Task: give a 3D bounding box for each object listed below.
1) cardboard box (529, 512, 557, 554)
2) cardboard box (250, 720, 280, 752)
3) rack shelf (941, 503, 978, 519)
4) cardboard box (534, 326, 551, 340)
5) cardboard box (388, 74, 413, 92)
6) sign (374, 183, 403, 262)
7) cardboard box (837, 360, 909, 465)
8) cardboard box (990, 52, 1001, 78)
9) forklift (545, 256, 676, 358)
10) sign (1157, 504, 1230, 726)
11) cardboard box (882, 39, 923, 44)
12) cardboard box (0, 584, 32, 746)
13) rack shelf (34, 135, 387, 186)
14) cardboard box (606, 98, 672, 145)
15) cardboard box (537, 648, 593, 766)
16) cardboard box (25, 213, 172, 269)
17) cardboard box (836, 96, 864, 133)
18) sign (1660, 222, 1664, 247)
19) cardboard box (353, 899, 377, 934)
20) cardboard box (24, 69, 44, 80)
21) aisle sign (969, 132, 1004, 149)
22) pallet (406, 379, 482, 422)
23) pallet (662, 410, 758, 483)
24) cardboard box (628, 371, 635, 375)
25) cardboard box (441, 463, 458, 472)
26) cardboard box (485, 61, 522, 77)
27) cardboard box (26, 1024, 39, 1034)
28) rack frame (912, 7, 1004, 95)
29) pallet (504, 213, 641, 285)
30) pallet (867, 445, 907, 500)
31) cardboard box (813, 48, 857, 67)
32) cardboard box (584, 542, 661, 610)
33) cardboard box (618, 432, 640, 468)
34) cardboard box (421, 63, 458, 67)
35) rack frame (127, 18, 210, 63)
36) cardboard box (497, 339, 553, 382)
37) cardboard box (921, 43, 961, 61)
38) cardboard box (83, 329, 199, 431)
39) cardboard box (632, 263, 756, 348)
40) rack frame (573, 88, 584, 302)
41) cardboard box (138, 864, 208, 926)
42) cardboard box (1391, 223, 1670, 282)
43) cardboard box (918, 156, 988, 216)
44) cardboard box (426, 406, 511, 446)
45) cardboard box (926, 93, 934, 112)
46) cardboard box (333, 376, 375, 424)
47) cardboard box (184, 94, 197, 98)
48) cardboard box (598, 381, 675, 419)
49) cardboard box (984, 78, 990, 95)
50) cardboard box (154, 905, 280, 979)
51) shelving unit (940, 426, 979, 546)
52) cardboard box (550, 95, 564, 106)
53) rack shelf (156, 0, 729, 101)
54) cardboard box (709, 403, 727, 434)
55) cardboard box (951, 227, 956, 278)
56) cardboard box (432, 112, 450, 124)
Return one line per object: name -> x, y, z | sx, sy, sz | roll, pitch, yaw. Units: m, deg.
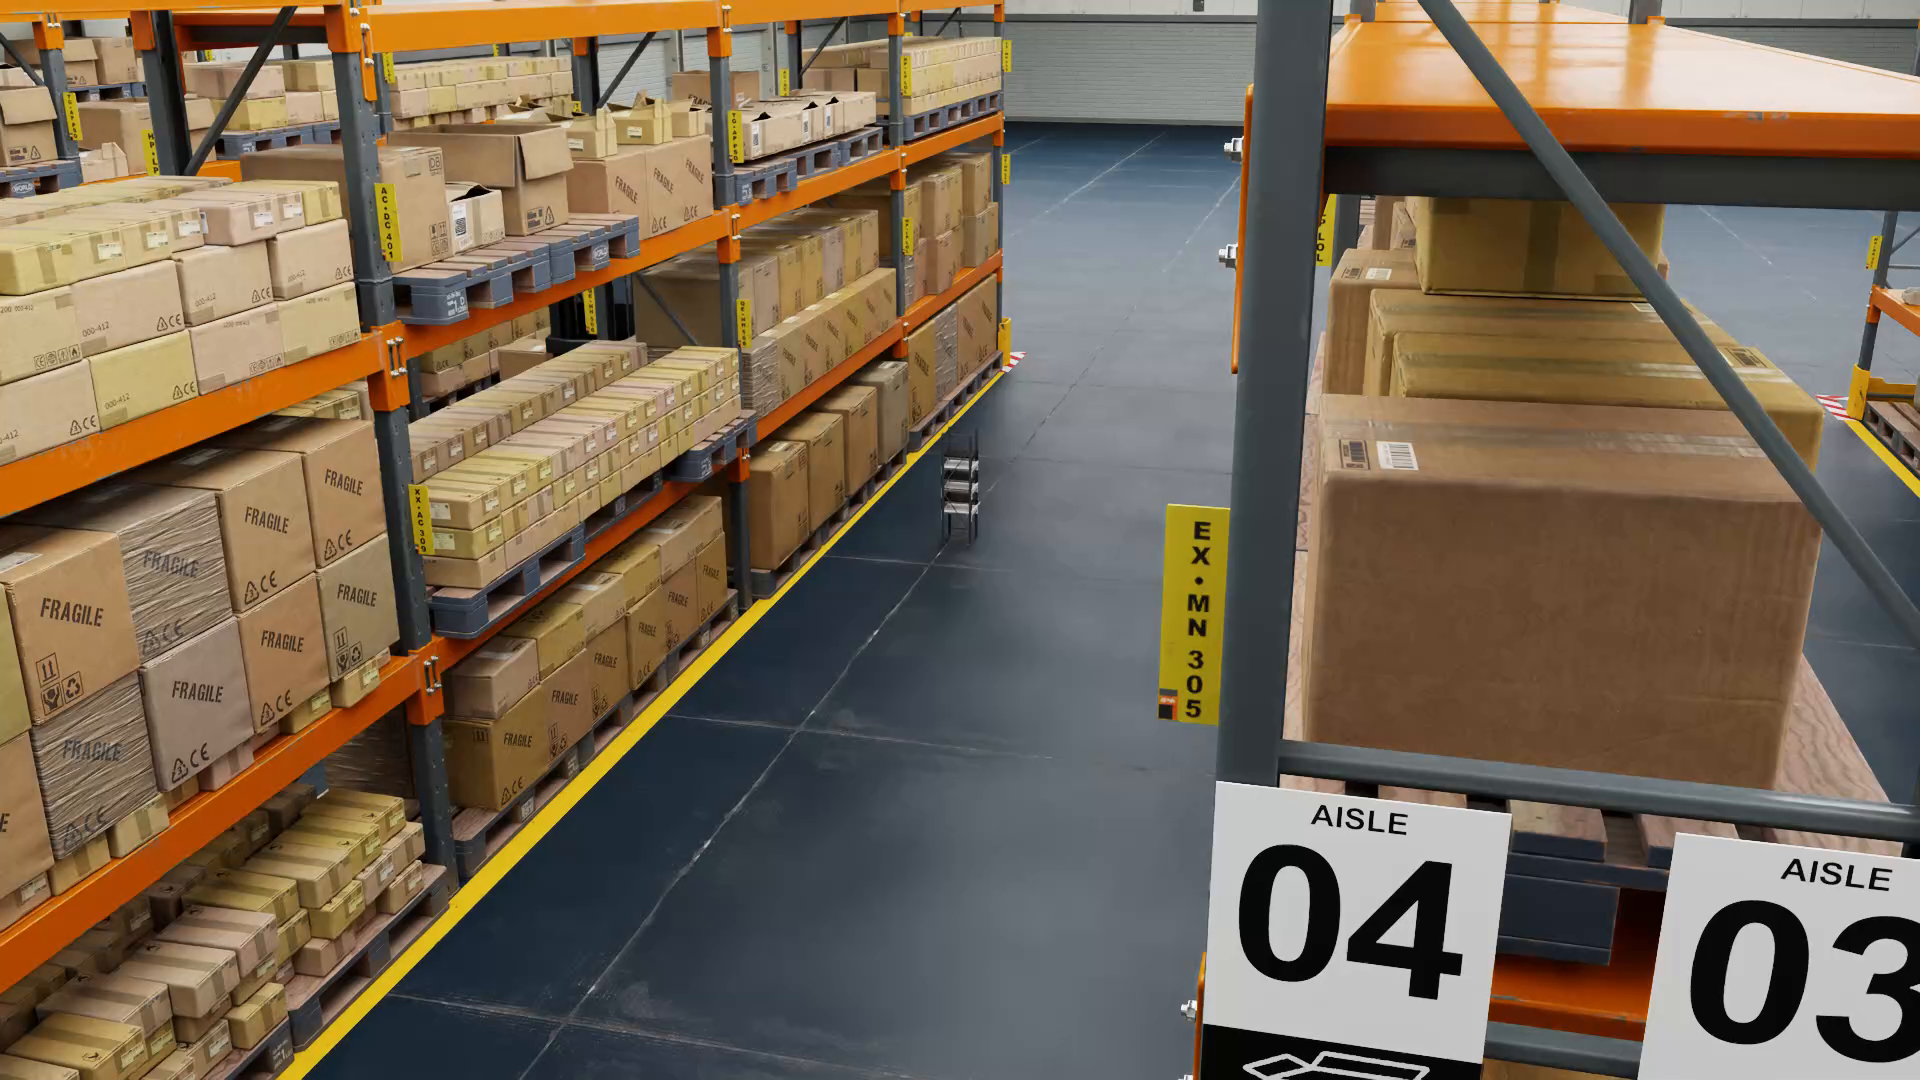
cardboard box -> -2.281, -0.053, 8.440 | 0.380, 0.149, 0.250 | 5, 19, 14
cardboard box -> -3.003, 0.750, 6.739 | 0.380, 0.149, 0.250 | 4, 19, 12
rack shelf -> -0.002, -0.221, 13.104 | 0.258, 0.077, 0.200 | 5, 19, 13
cardboard box -> -4.914, -2.302, 18.891 | 0.500, 0.250, 0.500 | 5, 19, 14
cardboard box -> -5.427, -4.338, 15.762 | 0.380, 0.149, 0.250 | 4, 19, 12
sign -> -2.422, -1.344, 7.042 | 0.100, 0.325, 0.005 | 5, 19, 13
cardboard box -> -1.060, -1.160, 14.775 | 1.050, 0.750, 0.750 | 5, 19, 13
cardboard box -> 0.133, -5.041, 17.634 | 0.500, 0.250, 0.500 | 5, 19, 14
forklift -> -2.904, -1.956, 14.379 | 1.130, 2.935, 3.031 | 2, 19, 5
sign -> 0.334, 0.108, 2.341 | 0.100, 0.325, 0.005 | 5, 19, 13
cardboard box -> -0.596, -5.088, 17.154 | 0.380, 0.149, 0.250 | 5, 19, 14
cardboard box -> -3.295, 0.432, 5.119 | 0.500, 0.500, 0.500 | 4, 19, 12
rack shelf -> -6.309, -3.039, 13.917 | 1.077, 0.370, 4.000 | 5, 19, 13
cardboard box -> -1.931, -2.494, 9.869 | 0.396, 0.266, 0.258 | 5, 19, 13
cardboard box -> -2.385, 0.887, 9.167 | 0.500, 0.500, 0.500 | 6, 20, 16
cardboard box -> -3.009, -1.047, 5.814 | 0.380, 0.149, 0.250 | 4, 19, 11
cardboard box -> -1.084, -3.418, 13.341 | 0.500, 0.250, 0.500 | 4, 19, 13
sign -> 2.373, -0.955, 5.781 | 0.100, 0.325, 0.005 | 5, 19, 13
cardboard box -> -2.861, 1.655, 7.464 | 0.380, 0.149, 0.250 | 5, 20, 15
cardboard box -> -9.978, -5.021, 18.010 | 0.396, 0.266, 0.258 | 4, 19, 12
aisle sign -> 0.290, -4.710, 18.316 | 0.394, 0.787, 0.004 | 5, 19, 13
pallet -> -5.691, -1.481, 17.196 | 1.003, 0.211, 1.213 | 5, 19, 13
pallet -> -2.044, -0.652, 10.751 | 1.213, 0.211, 1.003 | 5, 19, 13
cardboard box -> -2.286, -1.059, 10.927 | 0.380, 0.149, 0.250 | 6, 20, 16
cardboard box -> -2.856, -0.328, 8.785 | 0.380, 0.149, 0.250 | 4, 19, 12
cardboard box -> -4.963, -5.079, 17.930 | 0.380, 0.149, 0.250 | 5, 19, 13
cardboard box -> -3.715, 1.861, 6.398 | 0.380, 0.149, 0.250 | 5, 19, 14
rack frame -> -0.019, -6.321, 17.770 | 1.000, 3.000, 0.127 | 5, 19, 13
pallet -> -2.446, -1.561, 8.768 | 1.213, 0.211, 1.003 | 5, 19, 13
pallet -> -1.111, -0.660, 14.795 | 1.003, 0.211, 1.213 | 5, 19, 13
cardboard box -> -1.154, -4.371, 15.054 | 0.380, 0.149, 0.250 | 5, 19, 13
cardboard box -> -2.138, 0.207, 9.997 | 0.500, 0.250, 0.500 | 5, 20, 15
cardboard box -> -2.028, -0.519, 9.344 | 0.380, 0.149, 0.250 | 4, 19, 12
cardboard box -> -5.530, -4.949, 17.551 | 0.380, 0.149, 0.250 | 5, 20, 15
rack frame -> -9.658, -7.071, 19.966 | 1.000, 3.000, 0.127 | 5, 19, 13
cardboard box -> -4.087, -1.631, 16.019 | 0.500, 0.500, 0.500 | 5, 19, 13
cardboard box -> -0.206, -4.716, 16.064 | 0.380, 0.149, 0.250 | 5, 19, 13
cardboard box -> -3.065, -0.579, 5.833 | 0.500, 0.250, 0.500 | 4, 19, 13
cardboard box -> -1.854, -1.635, 11.631 | 0.700, 0.500, 0.500 | 5, 19, 13
rack frame -> -4.843, -3.841, 19.792 | 1.000, 3.000, 0.127 | 5, 19, 13
cardboard box -> -3.416, 1.488, 7.030 | 0.380, 0.149, 0.250 | 4, 19, 12
cardboard box -> 1.566, -0.592, 4.679 | 0.700, 0.500, 0.500 | 6, 20, 16
cardboard box -> -0.192, -3.771, 17.684 | 0.875, 0.550, 0.550 | 5, 19, 13
cardboard box -> -2.723, -0.631, 9.214 | 0.380, 0.149, 0.250 | 4, 19, 11
cardboard box -> -0.454, -4.021, 15.263 | 0.380, 0.149, 0.250 | 5, 19, 13
cardboard box -> -5.946, -1.378, 15.996 | 0.950, 0.372, 0.625 | 5, 19, 14
cardboard box -> -6.577, -3.664, 14.217 | 0.500, 0.250, 0.500 | 4, 19, 13
cardboard box -> -1.902, -0.826, 9.784 | 0.380, 0.149, 0.250 | 5, 19, 13
cardboard box -> 0.104, -4.738, 17.361 | 0.380, 0.149, 0.250 | 5, 19, 14
cardboard box -> -2.979, 1.610, 6.675 | 0.380, 0.149, 0.250 | 4, 19, 11
shelving unit -> -0.002, -0.423, 13.035 | 0.258, 0.900, 0.210 | 5, 19, 13
cardboard box -> -4.688, -4.927, 18.720 | 0.380, 0.149, 0.250 | 5, 19, 14
rack shelf -> -2.462, -2.657, 8.775 | 1.077, 0.370, 4.000 | 5, 19, 13
cardboard box -> -1.710, -0.785, 10.585 | 0.380, 0.149, 0.250 | 5, 19, 13
cardboard box -> -0.527, -2.924, 16.874 | 0.875, 0.550, 0.500 | 5, 19, 13
cardboard box -> -5.335, -4.205, 16.607 | 0.380, 0.149, 0.250 | 5, 20, 15
